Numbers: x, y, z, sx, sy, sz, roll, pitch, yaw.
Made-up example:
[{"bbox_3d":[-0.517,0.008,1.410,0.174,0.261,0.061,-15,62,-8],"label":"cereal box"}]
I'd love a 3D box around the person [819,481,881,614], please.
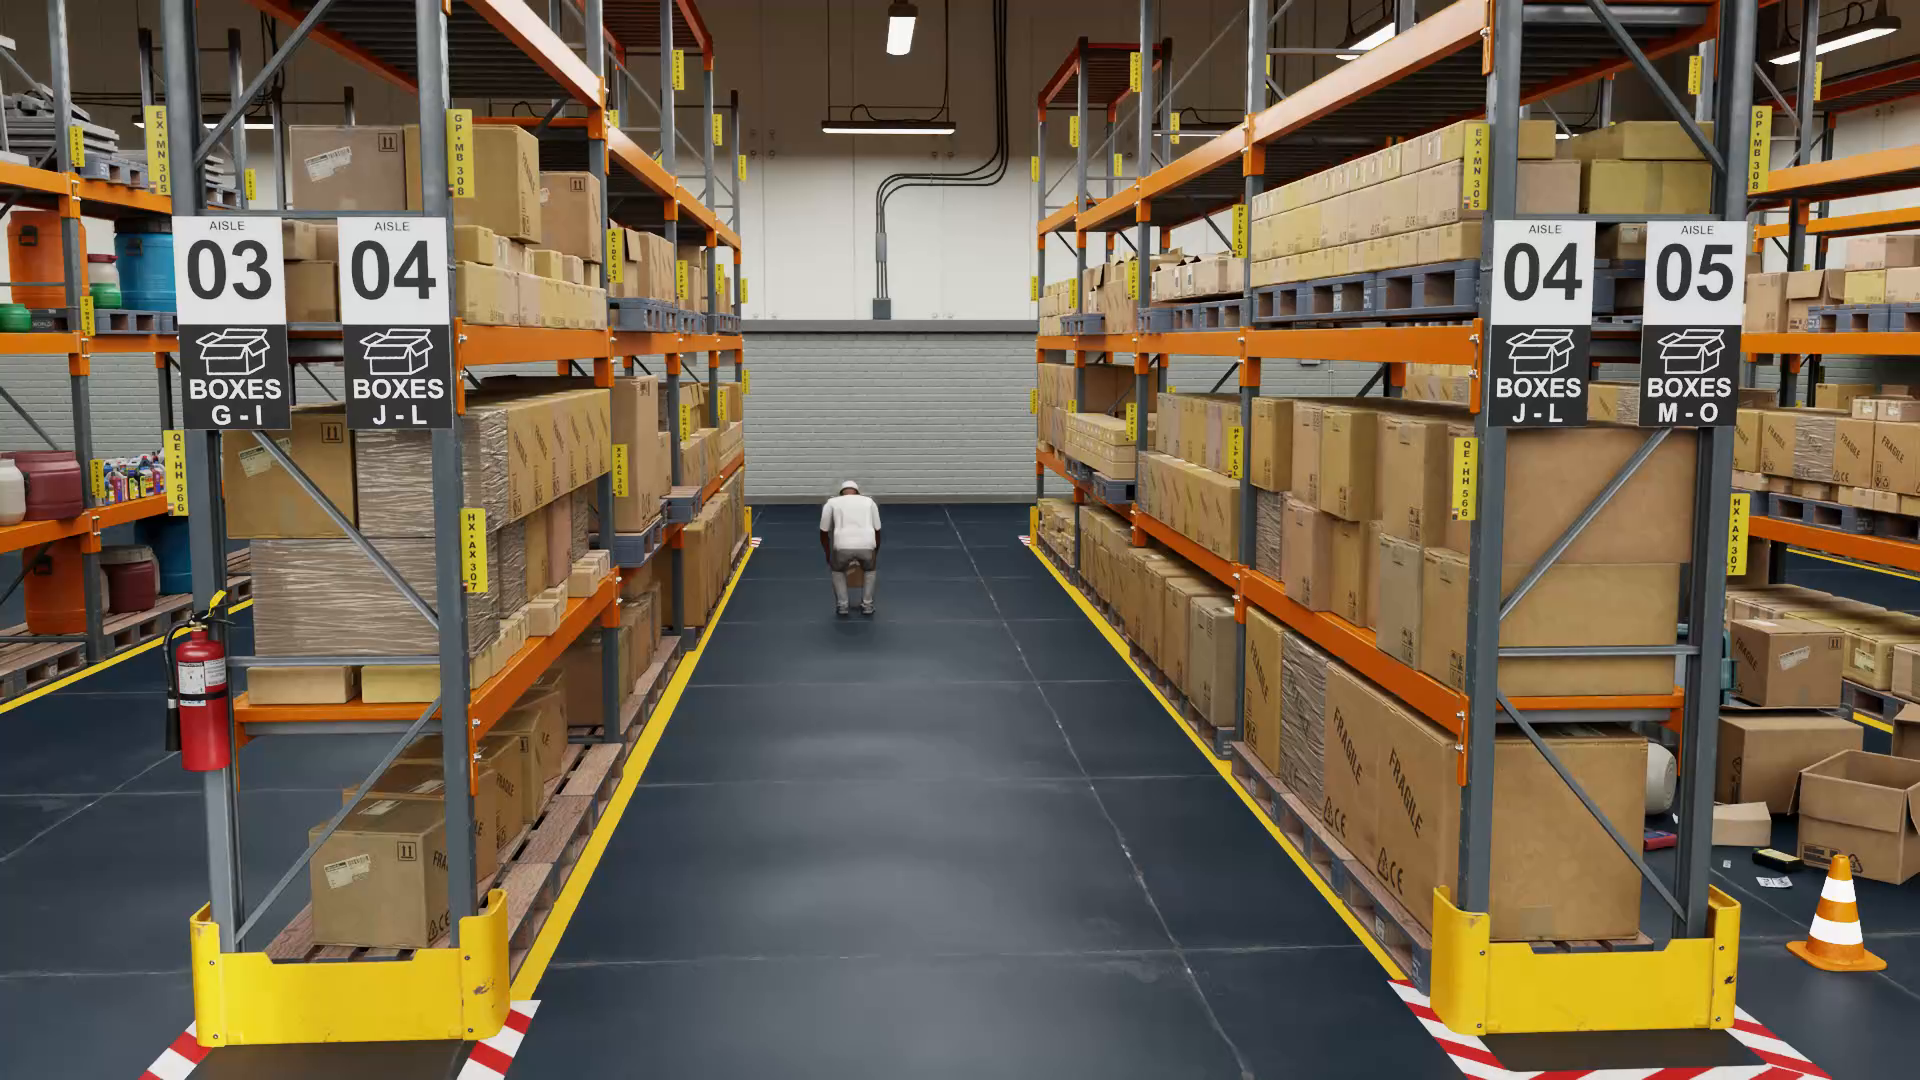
[{"bbox_3d":[-1.116,0.074,16.924,0.630,1.317,0.803,0,7,-4],"label":"person"}]
